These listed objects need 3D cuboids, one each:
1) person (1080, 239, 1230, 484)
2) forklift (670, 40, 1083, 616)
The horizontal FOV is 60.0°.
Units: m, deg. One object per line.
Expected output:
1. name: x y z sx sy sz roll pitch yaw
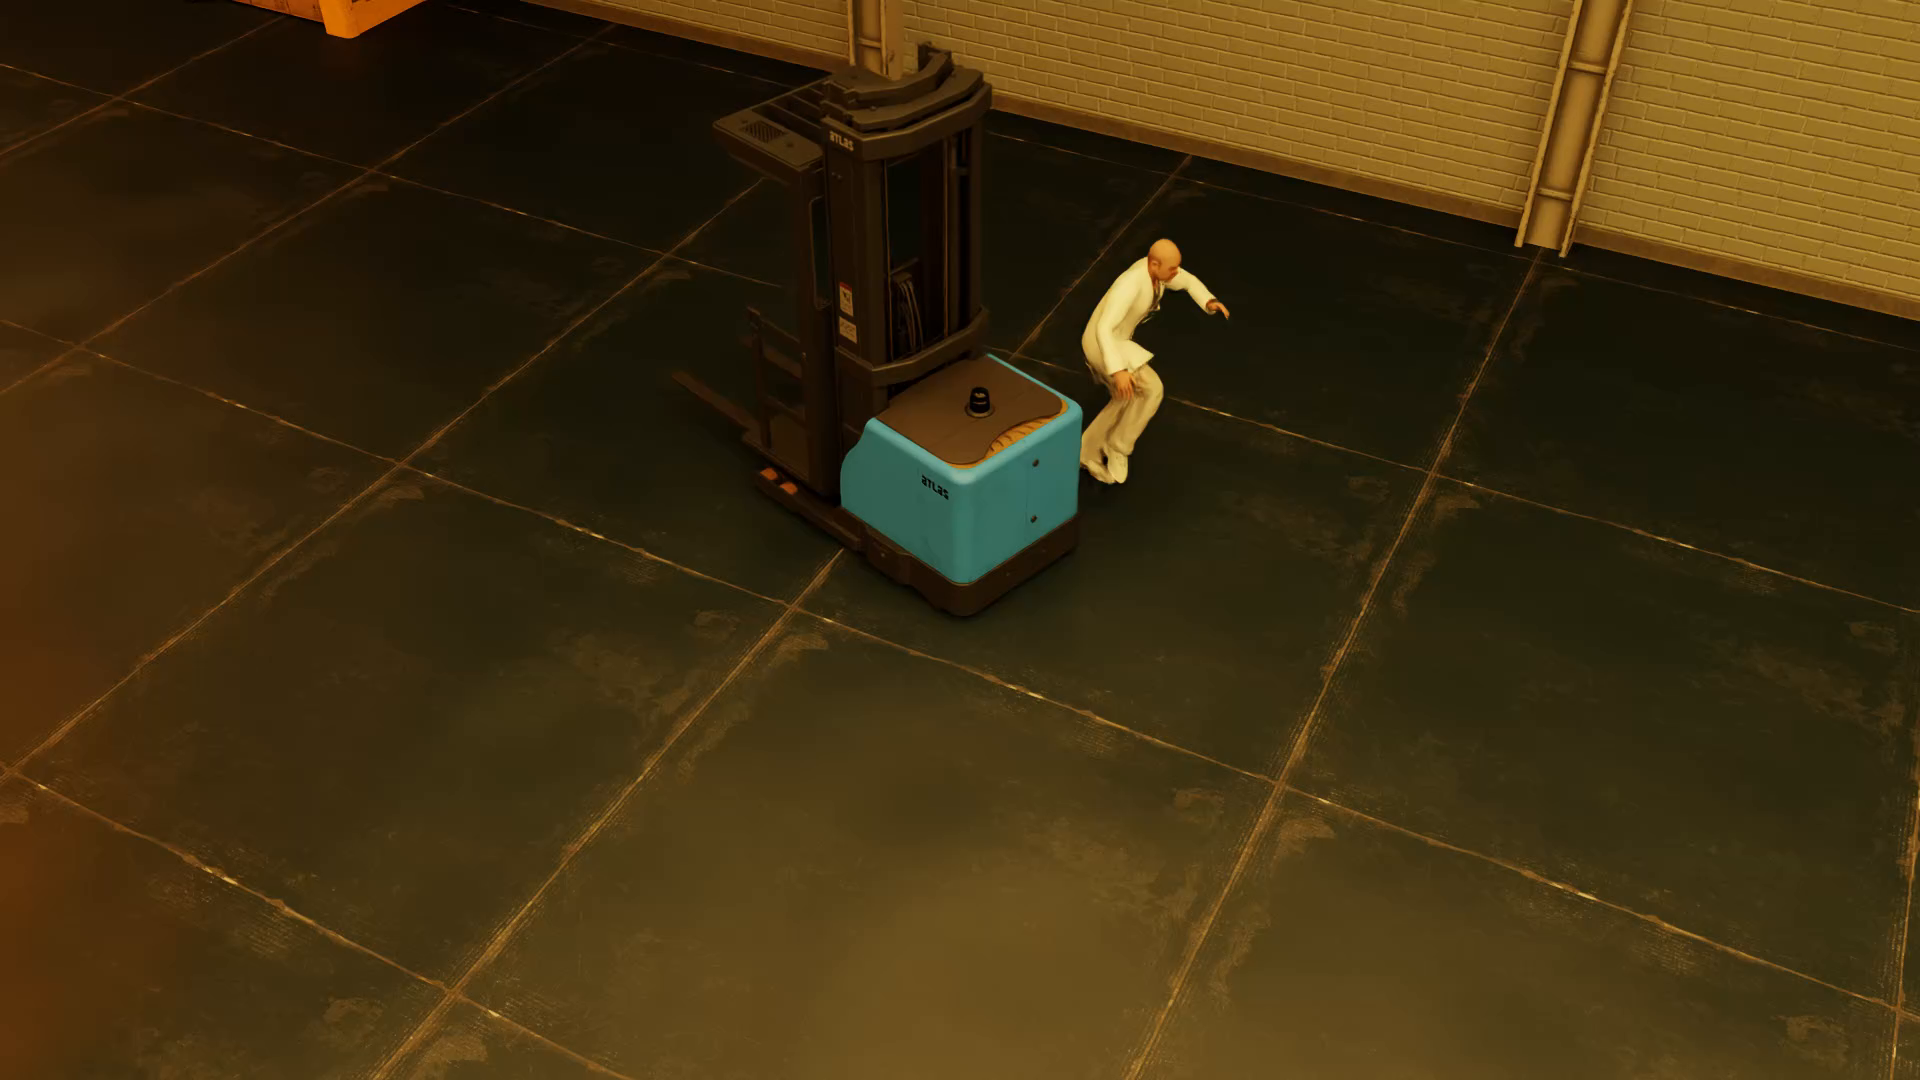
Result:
1. person: 1.180 -1.144 10.450 0.915 1.543 1.018 12 42 14
2. forklift: -0.668 -1.530 9.803 1.130 2.935 3.031 -32 50 -32
